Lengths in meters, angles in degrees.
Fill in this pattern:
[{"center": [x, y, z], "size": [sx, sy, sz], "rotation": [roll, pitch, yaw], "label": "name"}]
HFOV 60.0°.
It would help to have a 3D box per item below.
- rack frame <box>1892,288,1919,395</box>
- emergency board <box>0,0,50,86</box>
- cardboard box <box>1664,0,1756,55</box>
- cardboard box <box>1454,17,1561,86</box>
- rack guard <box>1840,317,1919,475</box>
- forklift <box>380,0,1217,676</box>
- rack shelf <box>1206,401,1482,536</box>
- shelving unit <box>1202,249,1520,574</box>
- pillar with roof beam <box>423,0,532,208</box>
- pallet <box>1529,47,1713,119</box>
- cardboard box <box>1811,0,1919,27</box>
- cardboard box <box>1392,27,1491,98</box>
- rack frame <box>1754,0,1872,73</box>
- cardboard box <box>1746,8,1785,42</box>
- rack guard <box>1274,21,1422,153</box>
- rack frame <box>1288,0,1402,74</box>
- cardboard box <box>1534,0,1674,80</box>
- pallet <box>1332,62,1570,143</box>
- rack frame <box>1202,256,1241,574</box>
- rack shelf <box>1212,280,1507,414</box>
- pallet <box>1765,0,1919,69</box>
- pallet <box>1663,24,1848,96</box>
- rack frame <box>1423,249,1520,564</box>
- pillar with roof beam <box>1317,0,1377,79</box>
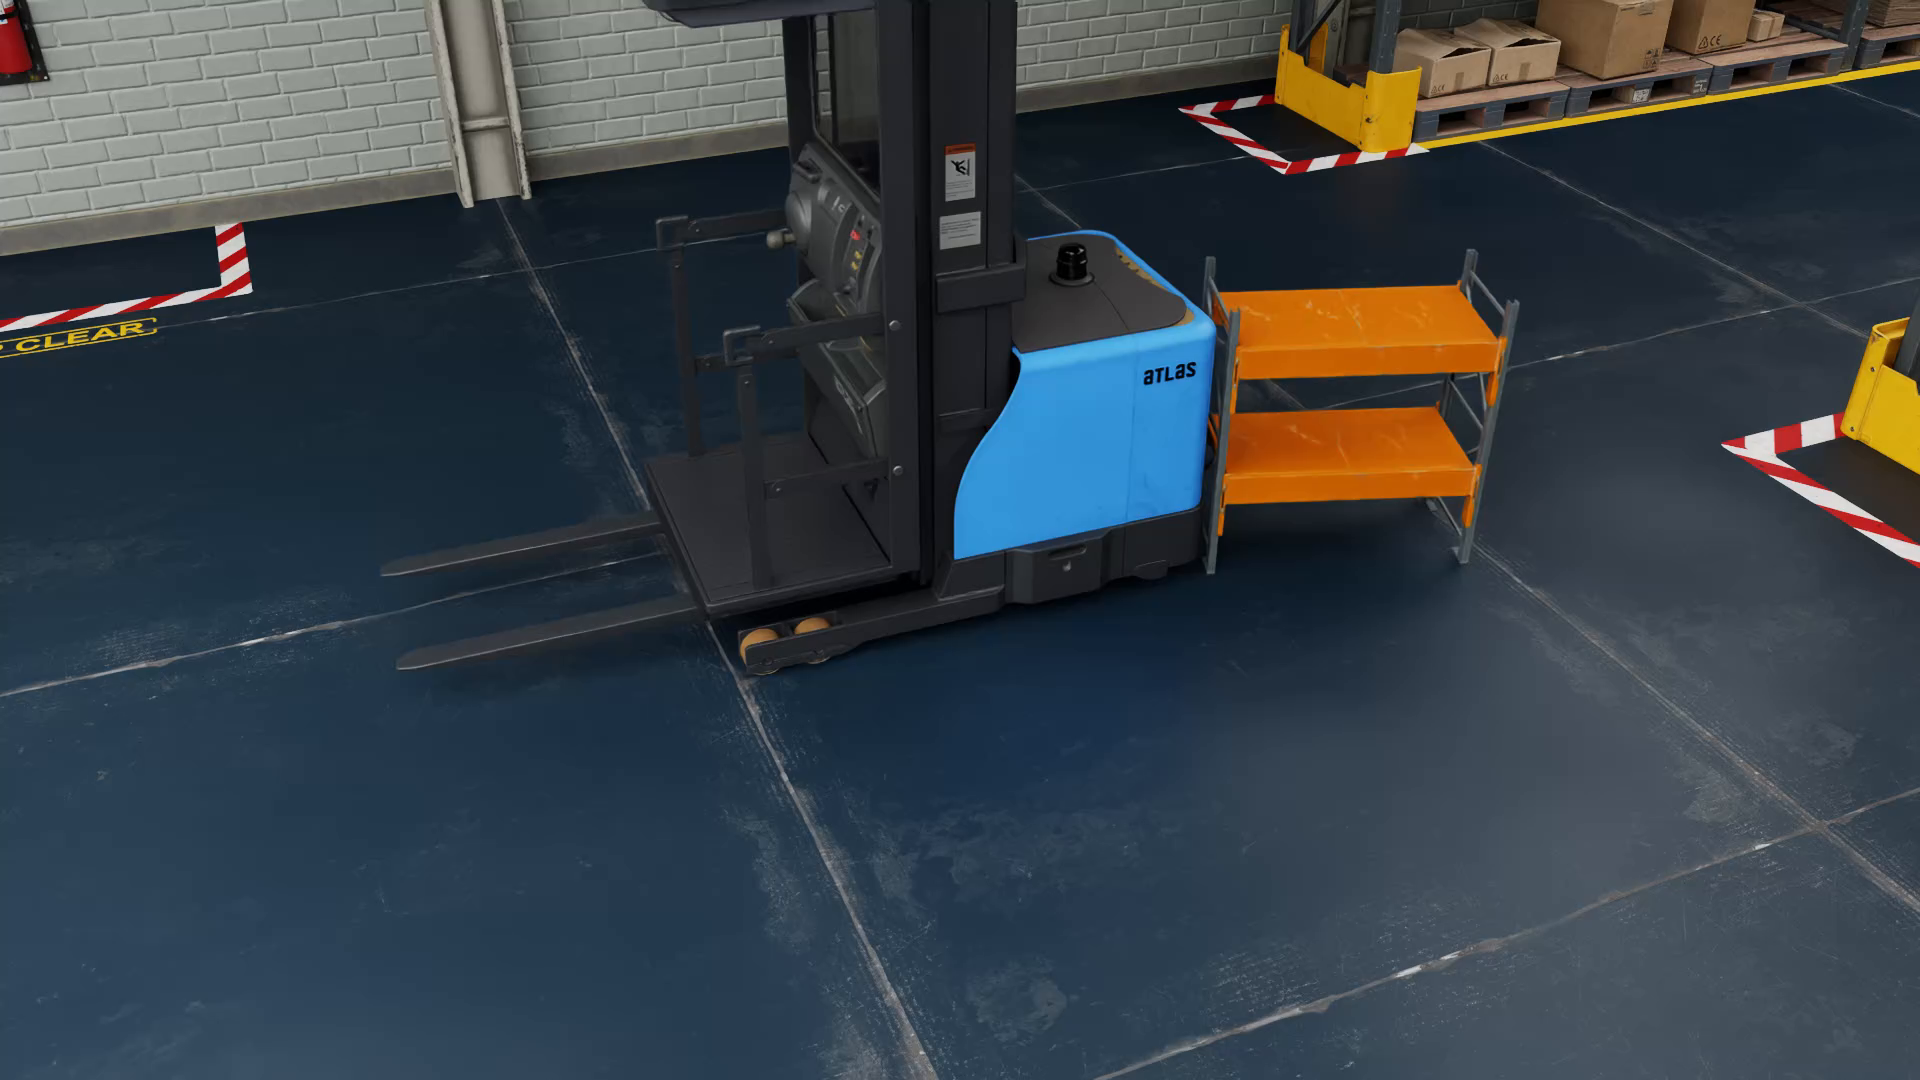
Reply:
[{"center": [4.363, -1.515, 6.328], "size": [0.127, 3.000, 1.000], "rotation": [-13, 35, -19], "label": "rack frame"}, {"center": [-5.073, -2.818, 8.331], "size": [0.643, 1.169, 0.194], "rotation": [-13, 35, -19], "label": "emergency board"}, {"center": [5.188, -3.747, 11.647], "size": [0.500, 0.500, 0.500], "rotation": [-16, 36, -22], "label": "cardboard box"}, {"center": [3.640, -3.284, 11.108], "size": [0.500, 0.311, 0.500], "rotation": [-10, 34, -15], "label": "cardboard box"}, {"center": [4.341, -0.462, 7.002], "size": [0.348, 0.500, 1.175], "rotation": [-13, 35, -19], "label": "rack guard"}, {"center": [-0.625, -1.067, 5.702], "size": [3.031, 2.935, 1.130], "rotation": [-12, 35, -18], "label": "forklift"}, {"center": [1.479, -0.290, 6.613], "size": [1.000, 0.278, 0.538], "rotation": [-2, 33, -3], "label": "rack shelf"}, {"center": [1.479, -0.495, 6.480], "size": [1.048, 1.125, 0.538], "rotation": [-2, 33, -3], "label": "shelving unit"}, {"center": [-1.113, -3.671, 4.140], "size": [0.400, 9.000, 9.100], "rotation": [-13, 35, -19], "label": "pillar with roof beam"}, {"center": [4.398, -3.261, 11.569], "size": [1.213, 0.211, 1.003], "rotation": [-13, 35, -19], "label": "pallet"}, {"center": [6.802, -4.150, 12.266], "size": [0.500, 0.500, 0.700], "rotation": [-12, 35, -17], "label": "cardboard box"}, {"center": [3.115, -3.163, 10.923], "size": [0.500, 0.311, 0.500], "rotation": [-17, 37, -24], "label": "cardboard box"}, {"center": [6.130, -4.849, 11.453], "size": [0.127, 3.000, 1.000], "rotation": [-13, 35, -19], "label": "rack frame"}, {"center": [5.648, -3.718, 11.909], "size": [0.250, 0.166, 0.380], "rotation": [-18, 37, -25], "label": "cardboard box"}, {"center": [2.512, -2.973, 10.861], "size": [0.348, 0.500, 1.175], "rotation": [-13, 35, -19], "label": "rack guard"}, {"center": [2.442, -4.005, 10.155], "size": [0.127, 3.000, 1.000], "rotation": [-13, 35, -19], "label": "rack frame"}, {"center": [4.336, -3.493, 11.256], "size": [0.500, 0.500, 0.700], "rotation": [-15, 36, -22], "label": "cardboard box"}, {"center": [3.275, -3.006, 11.176], "size": [1.213, 0.211, 1.003], "rotation": [-13, 35, -19], "label": "pallet"}, {"center": [0.972, -0.476, 6.450], "size": [0.032, 1.125, 0.500], "rotation": [-2, 33, -3], "label": "rack frame"}, {"center": [1.479, -0.741, 6.320], "size": [1.000, 0.278, 0.538], "rotation": [-2, 33, -3], "label": "rack shelf"}, {"center": [6.847, -3.846, 12.467], "size": [1.213, 0.211, 1.003], "rotation": [-13, 35, -19], "label": "pallet"}, {"center": [5.524, -3.521, 11.968], "size": [1.213, 0.211, 1.003], "rotation": [-13, 35, -19], "label": "pallet"}, {"center": [1.987, -0.514, 6.509], "size": [0.032, 1.125, 0.500], "rotation": [-2, 33, -3], "label": "rack frame"}, {"center": [4.419, -4.938, 6.087], "size": [0.400, 9.000, 9.100], "rotation": [-13, 35, -19], "label": "pillar with roof beam"}]
